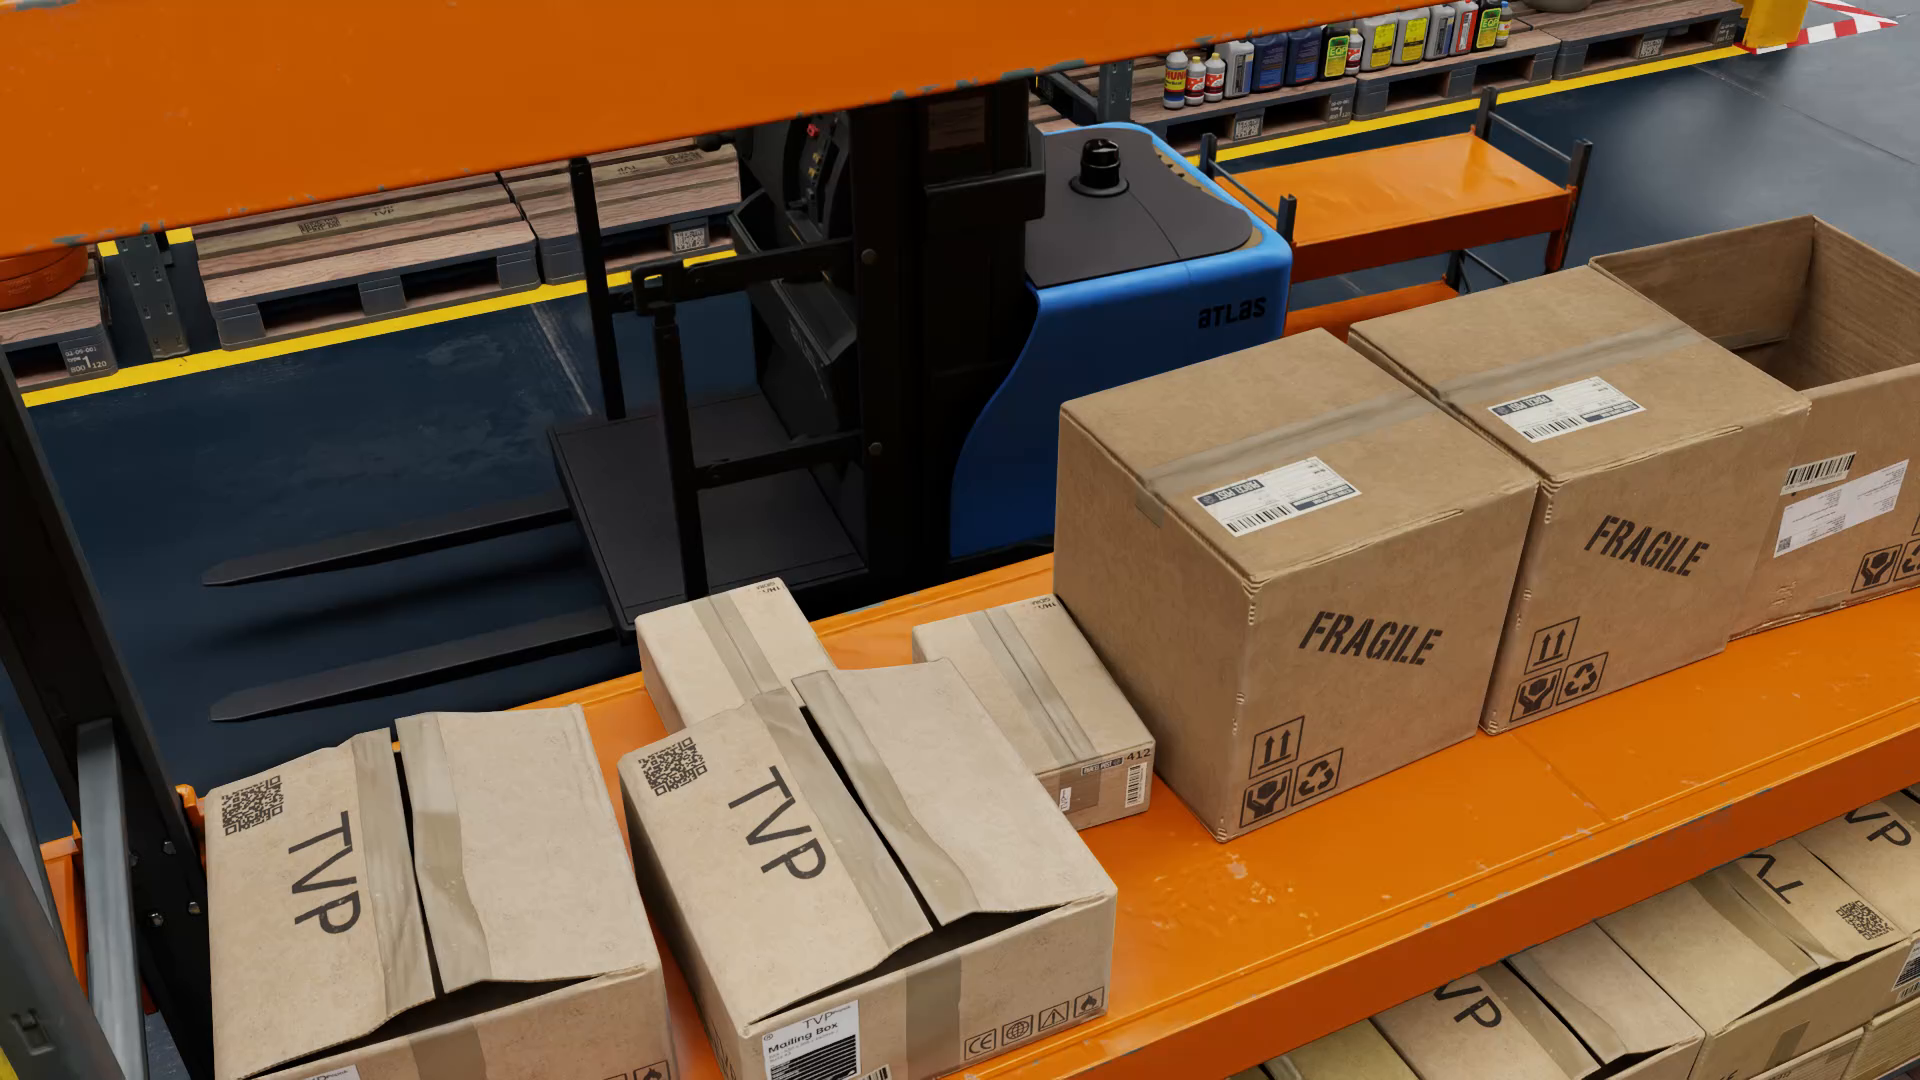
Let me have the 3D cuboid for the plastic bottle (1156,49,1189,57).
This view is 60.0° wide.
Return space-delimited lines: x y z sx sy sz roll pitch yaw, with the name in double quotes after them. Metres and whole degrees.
1.016 -2.513 7.974 0.185 0.351 0.144 -16 39 -20 "plastic bottle"

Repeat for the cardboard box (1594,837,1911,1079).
1.429 0.740 3.219 0.500 0.311 0.500 -16 39 -20 "cardboard box"

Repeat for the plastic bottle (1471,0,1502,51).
2.540 -2.517 8.036 0.133 0.283 0.061 -15 39 -19 "plastic bottle"

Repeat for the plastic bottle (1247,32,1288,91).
1.401 -2.253 7.624 0.185 0.351 0.144 -15 39 -19 "plastic bottle"

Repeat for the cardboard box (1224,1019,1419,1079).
0.507 0.996 2.874 0.500 0.311 0.500 -17 40 -21 "cardboard box"

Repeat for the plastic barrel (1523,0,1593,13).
3.098 -3.007 8.522 0.421 0.512 0.421 0 37 0 "plastic barrel"

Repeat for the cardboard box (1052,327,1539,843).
0.486 0.052 2.579 0.500 0.500 0.500 -18 40 -22 "cardboard box"

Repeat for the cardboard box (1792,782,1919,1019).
1.882 0.615 3.387 0.500 0.311 0.500 -15 39 -19 "cardboard box"

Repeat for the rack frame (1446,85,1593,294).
1.779 -0.863 5.469 0.032 1.125 0.500 -14 39 -18 "rack frame"

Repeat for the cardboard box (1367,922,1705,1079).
0.973 0.866 3.050 0.500 0.311 0.500 -16 39 -21 "cardboard box"

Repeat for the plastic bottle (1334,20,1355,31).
1.871 -2.452 7.955 0.135 0.276 0.152 -16 39 -20 "plastic bottle"

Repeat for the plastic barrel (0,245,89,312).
-3.563 -1.311 5.969 0.708 0.830 0.600 -16 39 -20 "plastic barrel"

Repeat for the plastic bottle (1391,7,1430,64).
2.125 -2.455 7.897 0.185 0.351 0.144 -14 39 -18 "plastic bottle"

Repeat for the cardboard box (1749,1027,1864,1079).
1.421 0.967 3.385 0.500 0.250 0.500 -15 39 -19 "cardboard box"

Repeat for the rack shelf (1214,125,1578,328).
1.308 -0.985 5.142 1.000 0.278 0.538 -14 39 -18 "rack shelf"

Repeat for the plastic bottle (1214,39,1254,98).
1.249 -2.183 7.592 0.135 0.276 0.152 -14 39 -18 "plastic bottle"

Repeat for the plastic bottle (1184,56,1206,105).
1.060 -2.082 7.519 0.097 0.201 0.097 0 37 0 "plastic bottle"

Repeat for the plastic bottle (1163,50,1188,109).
0.968 -2.085 7.464 0.097 0.271 0.097 0 37 0 "plastic bottle"

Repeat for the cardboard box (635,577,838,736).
-0.329 0.249 2.607 0.250 0.149 0.380 -16 39 -20 "cardboard box"

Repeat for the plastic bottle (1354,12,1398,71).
1.956 -2.408 7.833 0.185 0.351 0.144 -16 39 -20 "plastic bottle"

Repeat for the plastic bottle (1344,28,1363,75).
1.838 -2.300 7.812 0.097 0.201 0.097 0 37 0 "plastic bottle"

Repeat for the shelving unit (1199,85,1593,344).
1.308 -0.750 5.316 1.048 1.125 0.538 -14 39 -18 "shelving unit"

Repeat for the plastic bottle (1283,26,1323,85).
1.572 -2.301 7.688 0.185 0.351 0.144 -17 40 -22 "plastic bottle"

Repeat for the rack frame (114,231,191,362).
-3.127 -2.147 5.627 0.127 3.000 1.000 -16 39 -20 "rack frame"

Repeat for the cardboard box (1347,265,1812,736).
0.963 -0.082 2.758 0.500 0.500 0.500 -16 39 -20 "cardboard box"

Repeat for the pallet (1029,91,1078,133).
-0.201 -1.820 7.526 1.213 0.211 1.003 -16 39 -20 "pallet"

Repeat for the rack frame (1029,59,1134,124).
0.494 -3.159 6.992 0.127 3.000 1.000 -16 39 -20 "rack frame"

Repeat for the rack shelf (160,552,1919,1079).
0.784 0.308 2.921 4.000 0.370 1.077 -16 39 -20 "rack shelf"

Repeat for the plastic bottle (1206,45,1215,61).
1.204 -2.243 7.667 0.133 0.283 0.061 -16 39 -20 "plastic bottle"

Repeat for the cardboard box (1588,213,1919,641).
1.416 -0.209 2.929 0.500 0.500 0.500 -13 38 -17 "cardboard box"

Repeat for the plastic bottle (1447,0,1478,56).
2.399 -2.504 8.026 0.135 0.276 0.152 -15 39 -20 "plastic bottle"

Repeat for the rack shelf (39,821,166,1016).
-2.837 1.320 1.556 4.000 0.370 1.077 -16 39 -20 "rack shelf"

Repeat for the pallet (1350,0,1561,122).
2.225 -2.498 8.441 1.213 0.211 1.003 -16 39 -20 "pallet"

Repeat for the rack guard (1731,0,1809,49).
4.066 -3.123 9.041 0.348 0.500 1.175 -16 39 -20 "rack guard"

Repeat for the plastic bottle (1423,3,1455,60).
2.273 -2.469 7.978 0.135 0.276 0.152 -17 40 -21 "plastic bottle"

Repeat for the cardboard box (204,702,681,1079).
-0.678 0.492 2.143 0.500 0.311 0.500 -13 39 -17 "cardboard box"

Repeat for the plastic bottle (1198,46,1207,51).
1.214 -2.536 8.068 0.135 0.276 0.152 -16 39 -20 "plastic bottle"

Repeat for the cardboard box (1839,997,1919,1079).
1.884 0.837 3.559 0.500 0.250 0.500 -16 40 -21 "cardboard box"

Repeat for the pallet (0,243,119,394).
-3.823 -0.805 6.158 1.213 0.211 1.003 -16 39 -20 "pallet"

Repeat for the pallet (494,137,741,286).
-1.307 -1.509 7.107 1.213 0.211 1.003 -16 39 -20 "pallet"

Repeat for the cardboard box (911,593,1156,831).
0.104 0.273 2.575 0.250 0.149 0.380 -13 38 -17 "cardboard box"

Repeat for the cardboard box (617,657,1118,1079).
-0.134 0.439 2.215 0.500 0.311 0.500 -16 39 -20 "cardboard box"

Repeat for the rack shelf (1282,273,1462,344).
1.308 -0.553 5.462 1.000 0.278 0.538 -14 39 -18 "rack shelf"

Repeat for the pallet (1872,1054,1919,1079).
1.945 0.840 3.940 1.213 0.211 1.003 -16 39 -20 "pallet"

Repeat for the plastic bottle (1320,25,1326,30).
1.689 -2.326 7.789 0.097 0.271 0.097 0 37 0 "plastic bottle"

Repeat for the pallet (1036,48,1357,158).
1.119 -2.187 8.021 1.213 0.211 1.003 -16 39 -20 "pallet"

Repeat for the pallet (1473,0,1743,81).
3.328 -2.805 8.854 1.213 0.211 1.003 -16 39 -20 "pallet"

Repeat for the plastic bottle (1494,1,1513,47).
2.638 -2.523 8.114 0.097 0.201 0.097 0 37 0 "plastic bottle"

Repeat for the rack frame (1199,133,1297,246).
0.836 -0.636 5.163 0.032 1.125 0.500 -14 39 -18 "rack frame"

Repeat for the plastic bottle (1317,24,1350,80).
1.739 -2.293 7.734 0.133 0.283 0.061 -14 39 -18 "plastic bottle"

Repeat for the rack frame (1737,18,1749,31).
4.115 -4.172 8.357 0.127 3.000 1.000 -16 39 -20 "rack frame"

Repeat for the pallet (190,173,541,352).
-2.409 -1.202 6.694 1.213 0.211 1.003 -16 39 -20 "pallet"

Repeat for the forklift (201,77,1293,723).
-0.637 -1.056 4.214 3.031 2.935 1.130 -14 39 -18 "forklift"
